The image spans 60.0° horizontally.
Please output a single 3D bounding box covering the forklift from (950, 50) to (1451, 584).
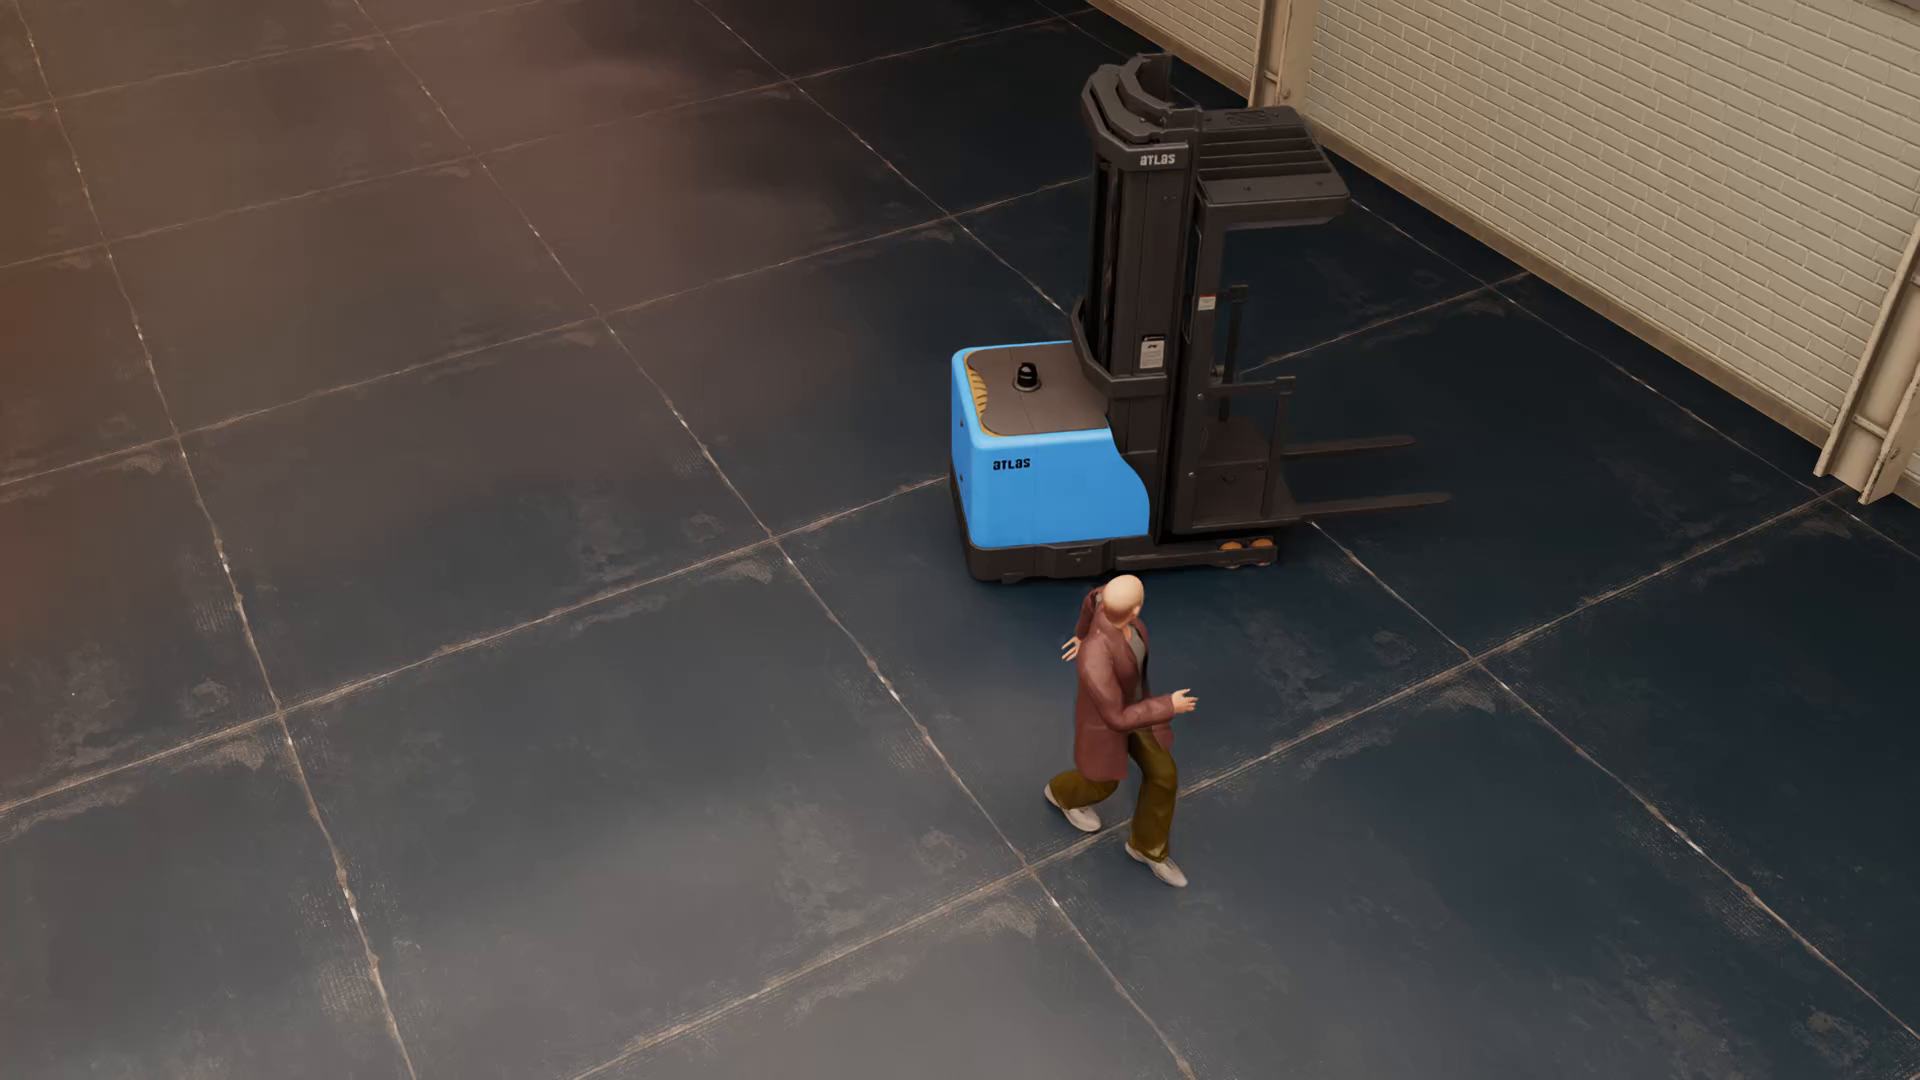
[{"bbox_3d":[1.495,-1.284,9.585,3.031,2.935,1.130,-5,40,-6],"label":"forklift"}]

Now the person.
[{"bbox_3d":[0.765,0.870,8.006,1.009,1.701,0.613,30,48,31],"label":"person"}]
